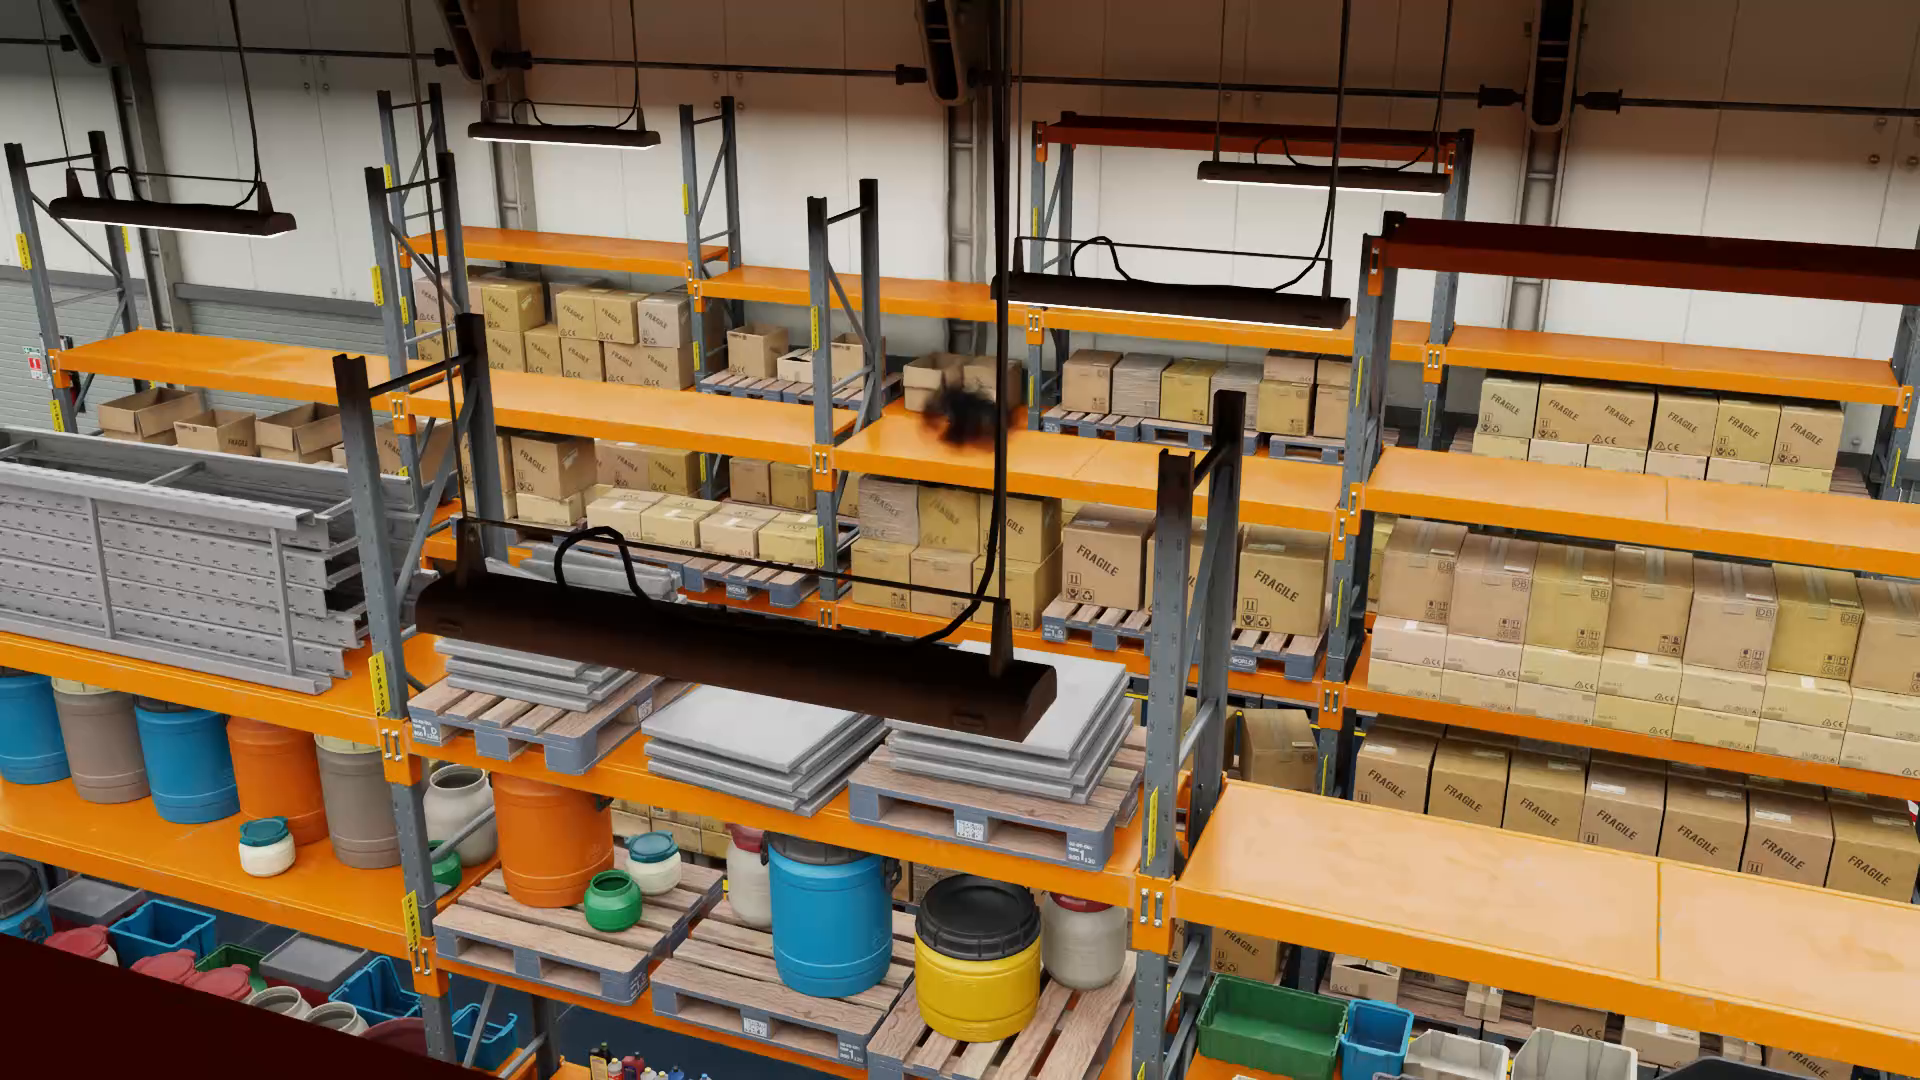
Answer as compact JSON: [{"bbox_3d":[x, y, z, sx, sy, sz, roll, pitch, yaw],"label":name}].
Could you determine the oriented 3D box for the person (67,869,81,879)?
[{"bbox_3d":[-7.090,2.580,13.365,0.620,1.637,0.600,13,24,30],"label":"person"}]
